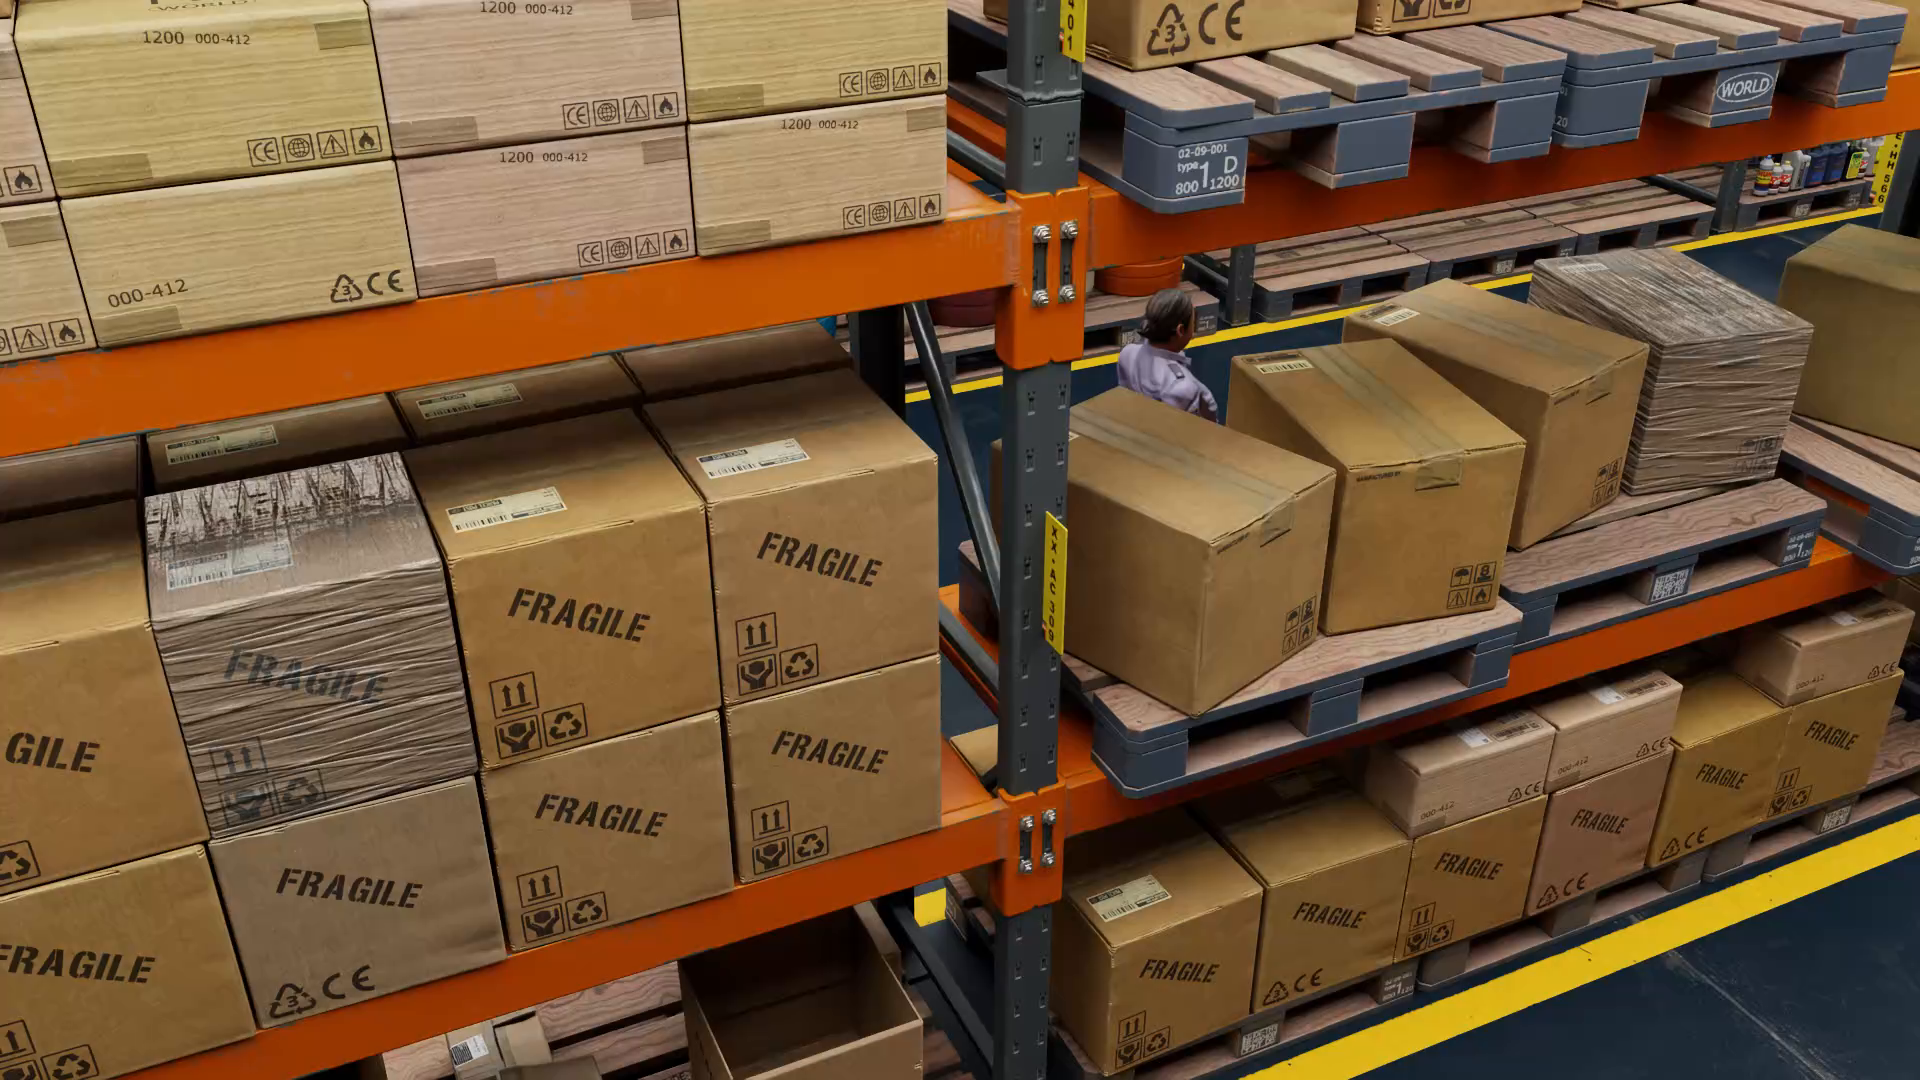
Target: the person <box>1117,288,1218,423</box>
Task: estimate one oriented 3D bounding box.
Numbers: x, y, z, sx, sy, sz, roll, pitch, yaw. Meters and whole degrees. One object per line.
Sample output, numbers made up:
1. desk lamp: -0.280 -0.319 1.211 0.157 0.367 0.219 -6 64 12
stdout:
1. person: 0.787 -0.208 6.517 0.342 1.646 0.469 -12 32 -21
